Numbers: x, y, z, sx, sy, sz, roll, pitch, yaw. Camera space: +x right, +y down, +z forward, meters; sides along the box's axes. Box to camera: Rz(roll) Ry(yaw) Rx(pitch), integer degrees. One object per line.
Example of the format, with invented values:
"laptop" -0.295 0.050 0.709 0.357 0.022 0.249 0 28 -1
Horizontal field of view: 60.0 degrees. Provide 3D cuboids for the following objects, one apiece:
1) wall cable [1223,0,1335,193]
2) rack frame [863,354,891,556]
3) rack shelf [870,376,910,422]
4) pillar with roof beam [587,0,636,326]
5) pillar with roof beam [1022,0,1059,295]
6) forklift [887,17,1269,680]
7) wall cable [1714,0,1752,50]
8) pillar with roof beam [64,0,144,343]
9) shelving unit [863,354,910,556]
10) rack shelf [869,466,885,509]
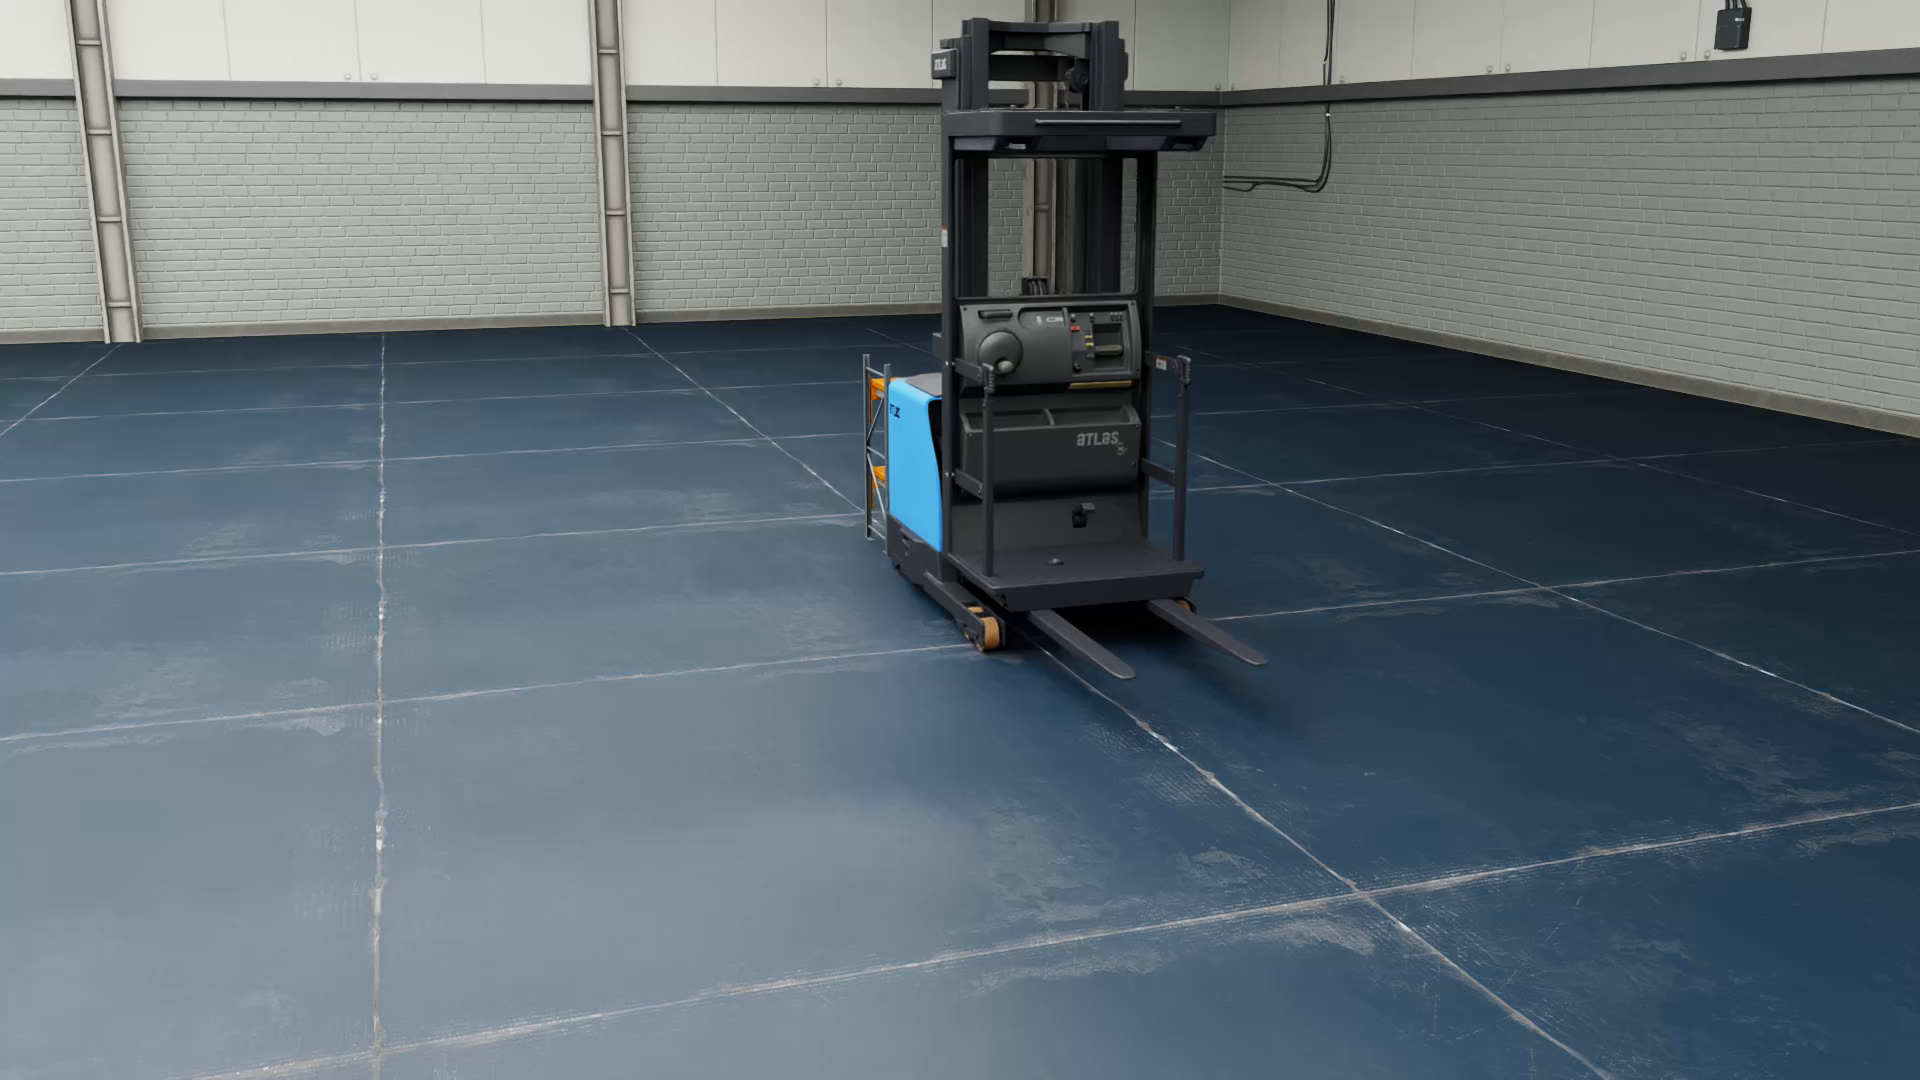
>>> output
"wall cable" 4.349 -6.116 23.120 0.112 2.526 3.097 -4 14 -18
"rack frame" -0.488 -0.509 9.853 0.032 1.125 0.500 -4 14 -18
"rack shelf" -0.006 -0.831 9.943 1.000 0.278 0.538 -4 14 -18
"pillar with roof beam" -3.178 -6.312 17.235 0.400 9.000 9.100 -4 14 -18
"pillar with roof beam" 2.508 -6.755 19.096 0.400 9.000 9.100 -4 14 -18
"forklift" 0.519 -1.000 8.011 1.130 2.935 3.031 -4 14 -17
"wall cable" 7.362 -7.198 13.609 0.169 6.003 2.305 -4 14 -18
"pillar with roof beam" -8.865 -5.870 15.373 0.400 9.000 9.100 -4 14 -18
"shelving unit" -0.006 -0.547 10.011 1.048 1.125 0.538 -4 14 -18
"rack shelf" -0.006 -0.309 10.067 1.000 0.278 0.538 -4 14 -18
